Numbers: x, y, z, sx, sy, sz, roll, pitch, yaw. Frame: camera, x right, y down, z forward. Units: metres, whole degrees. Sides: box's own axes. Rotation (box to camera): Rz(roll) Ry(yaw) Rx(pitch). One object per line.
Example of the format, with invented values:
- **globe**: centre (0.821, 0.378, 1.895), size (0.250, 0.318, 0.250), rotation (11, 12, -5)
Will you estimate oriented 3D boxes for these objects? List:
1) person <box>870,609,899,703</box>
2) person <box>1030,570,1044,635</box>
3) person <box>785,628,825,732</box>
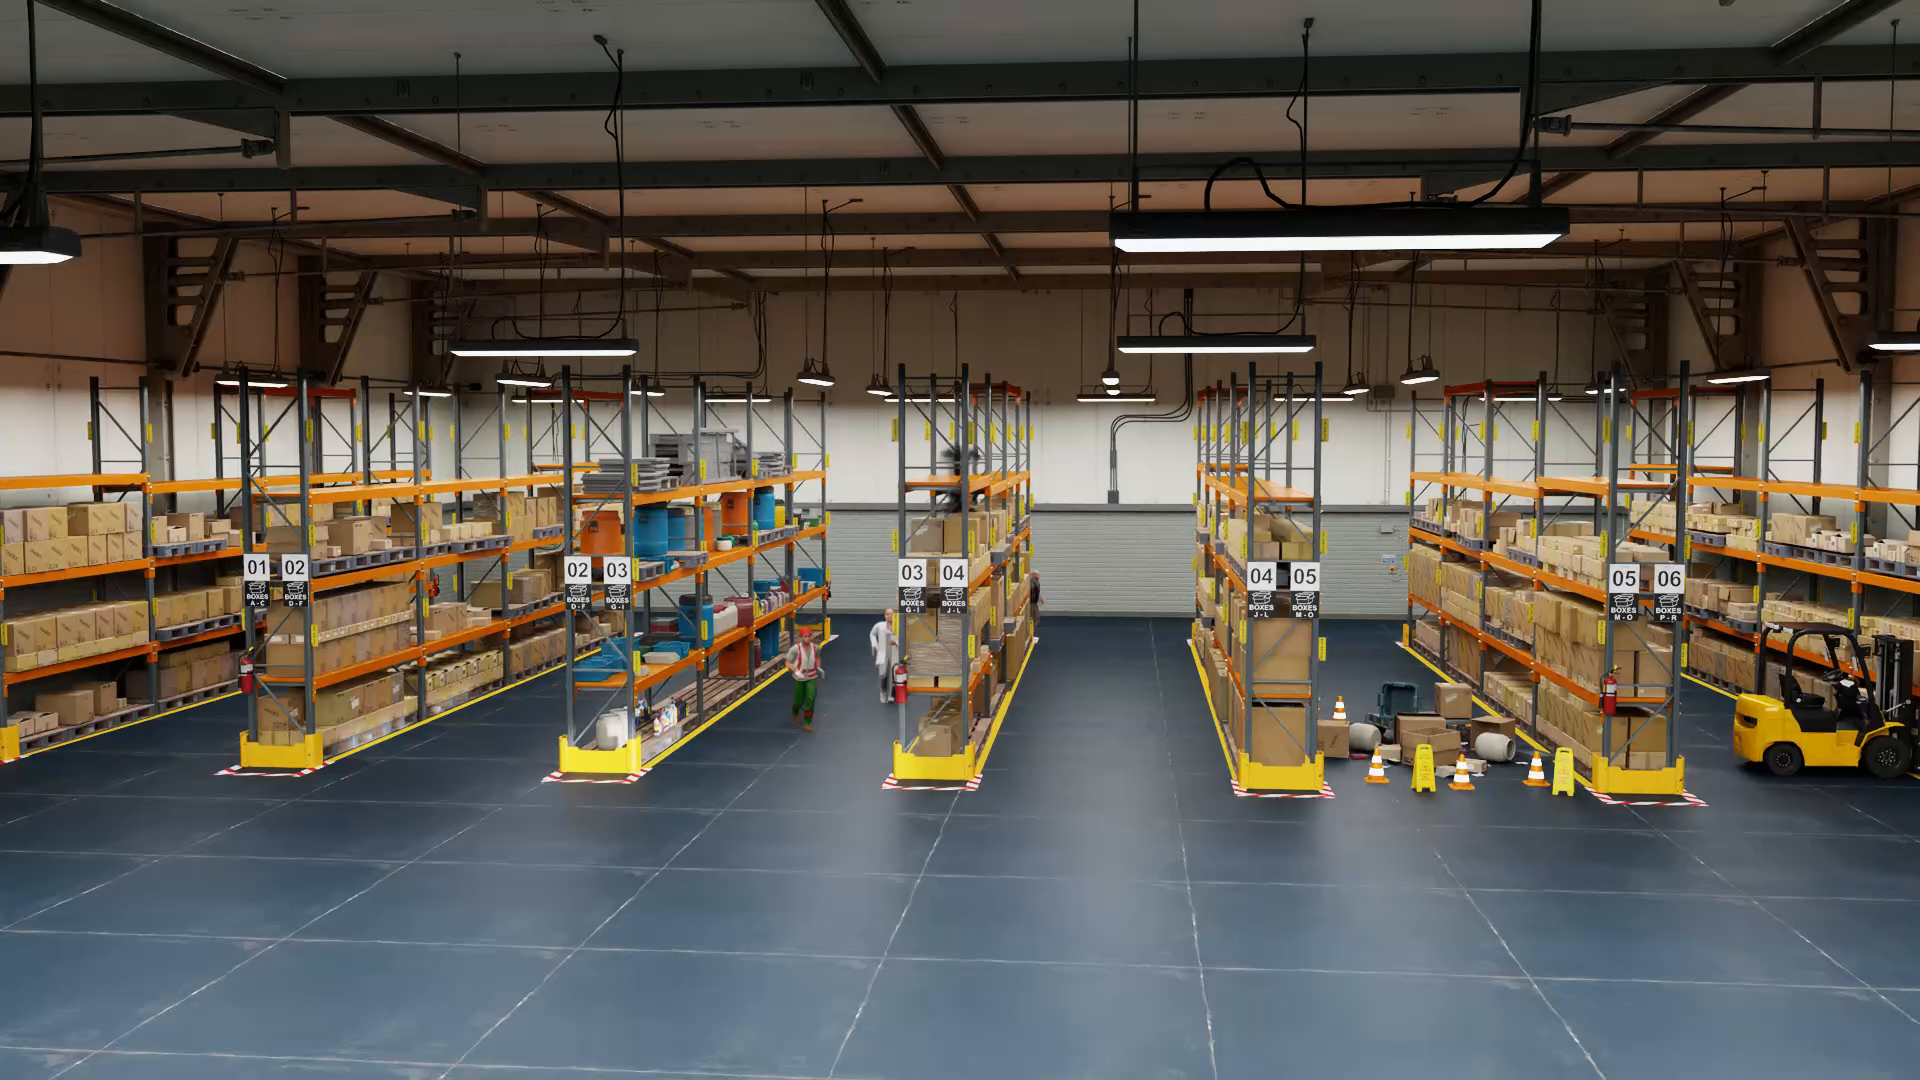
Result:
- **person**: centre (-1.326, 2.147, 30.693), size (0.690, 1.750, 0.702), rotation (0, 4, 0)
- **person**: centre (1.747, 1.546, 41.012), size (0.611, 1.647, 0.698), rotation (1, 4, 16)
- **person**: centre (-2.655, 2.333, 28.106), size (0.663, 1.742, 0.846), rotation (-1, 4, -21)
